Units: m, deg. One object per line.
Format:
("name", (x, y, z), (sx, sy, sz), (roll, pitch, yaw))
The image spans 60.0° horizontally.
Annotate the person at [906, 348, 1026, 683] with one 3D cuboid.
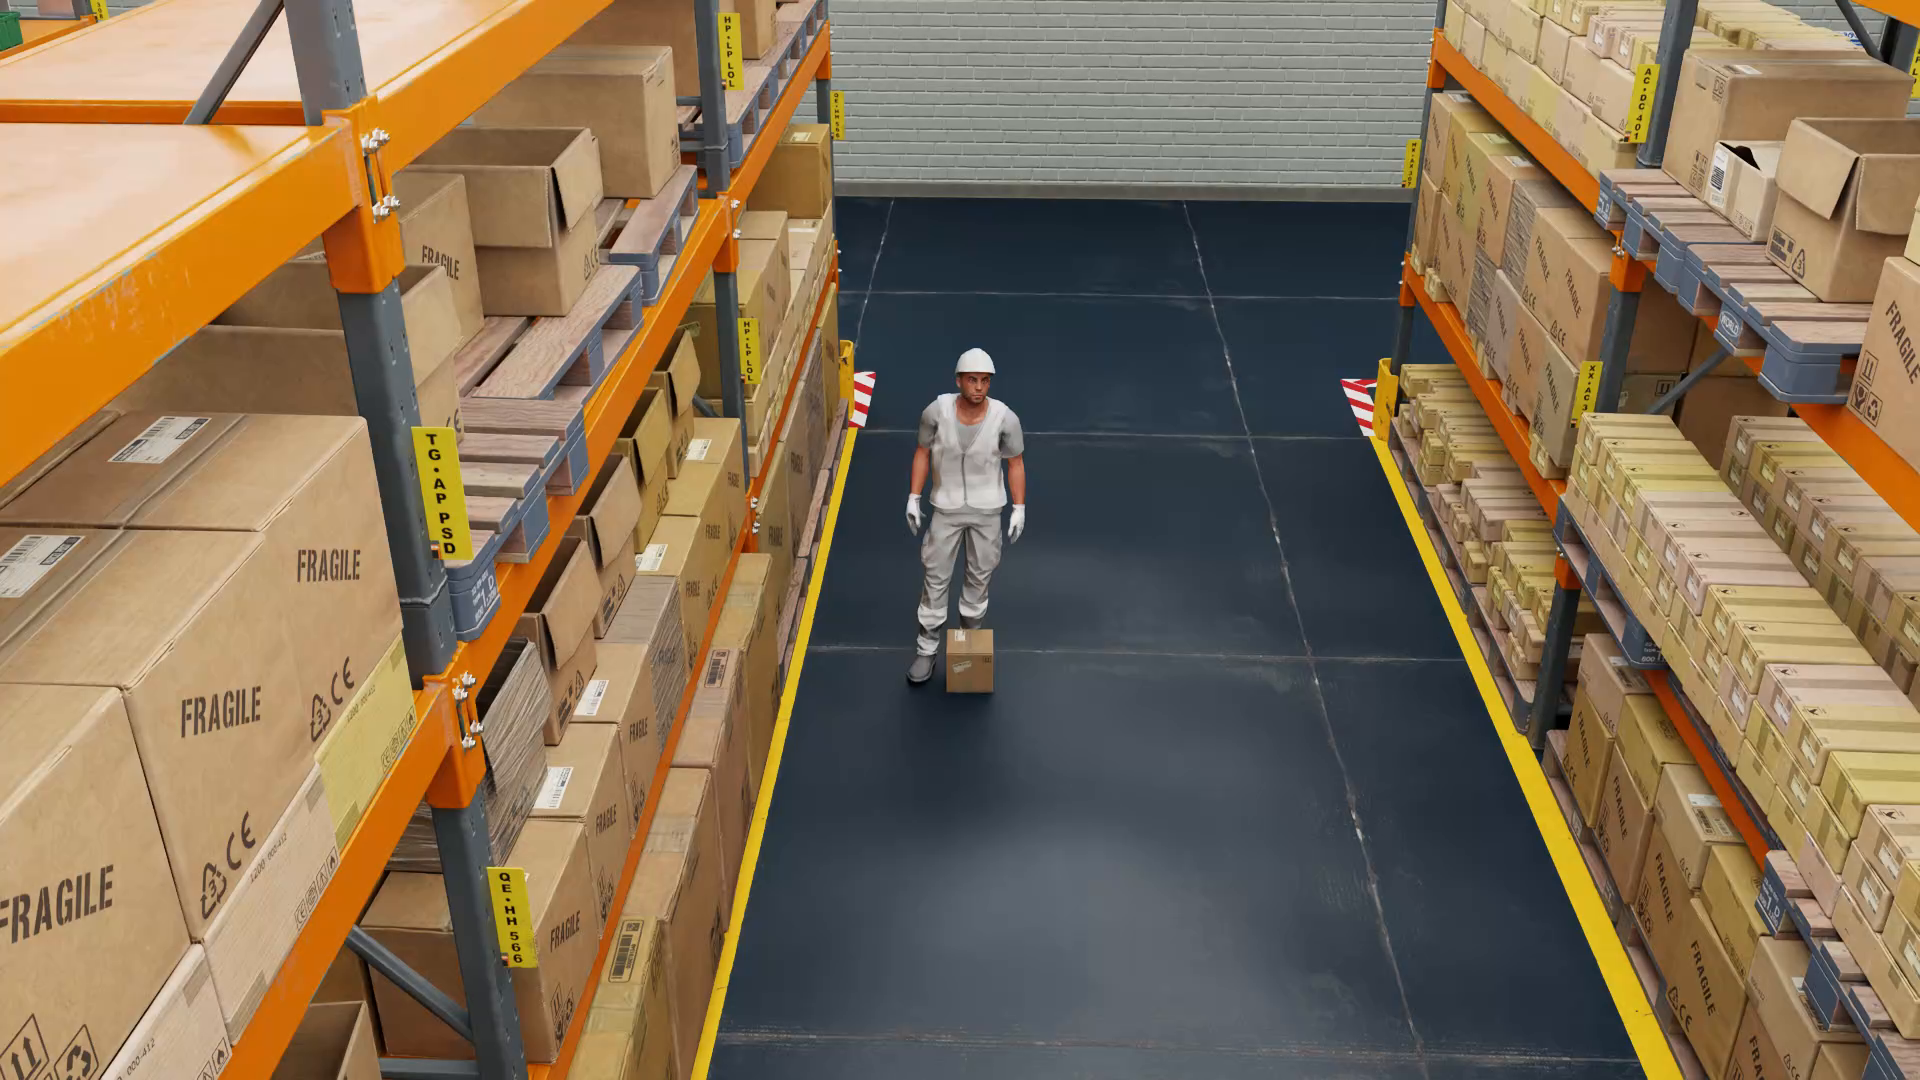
("person", (0.028, -0.123, 8.810), (0.638, 1.788, 0.563), (1, 28, 2))
